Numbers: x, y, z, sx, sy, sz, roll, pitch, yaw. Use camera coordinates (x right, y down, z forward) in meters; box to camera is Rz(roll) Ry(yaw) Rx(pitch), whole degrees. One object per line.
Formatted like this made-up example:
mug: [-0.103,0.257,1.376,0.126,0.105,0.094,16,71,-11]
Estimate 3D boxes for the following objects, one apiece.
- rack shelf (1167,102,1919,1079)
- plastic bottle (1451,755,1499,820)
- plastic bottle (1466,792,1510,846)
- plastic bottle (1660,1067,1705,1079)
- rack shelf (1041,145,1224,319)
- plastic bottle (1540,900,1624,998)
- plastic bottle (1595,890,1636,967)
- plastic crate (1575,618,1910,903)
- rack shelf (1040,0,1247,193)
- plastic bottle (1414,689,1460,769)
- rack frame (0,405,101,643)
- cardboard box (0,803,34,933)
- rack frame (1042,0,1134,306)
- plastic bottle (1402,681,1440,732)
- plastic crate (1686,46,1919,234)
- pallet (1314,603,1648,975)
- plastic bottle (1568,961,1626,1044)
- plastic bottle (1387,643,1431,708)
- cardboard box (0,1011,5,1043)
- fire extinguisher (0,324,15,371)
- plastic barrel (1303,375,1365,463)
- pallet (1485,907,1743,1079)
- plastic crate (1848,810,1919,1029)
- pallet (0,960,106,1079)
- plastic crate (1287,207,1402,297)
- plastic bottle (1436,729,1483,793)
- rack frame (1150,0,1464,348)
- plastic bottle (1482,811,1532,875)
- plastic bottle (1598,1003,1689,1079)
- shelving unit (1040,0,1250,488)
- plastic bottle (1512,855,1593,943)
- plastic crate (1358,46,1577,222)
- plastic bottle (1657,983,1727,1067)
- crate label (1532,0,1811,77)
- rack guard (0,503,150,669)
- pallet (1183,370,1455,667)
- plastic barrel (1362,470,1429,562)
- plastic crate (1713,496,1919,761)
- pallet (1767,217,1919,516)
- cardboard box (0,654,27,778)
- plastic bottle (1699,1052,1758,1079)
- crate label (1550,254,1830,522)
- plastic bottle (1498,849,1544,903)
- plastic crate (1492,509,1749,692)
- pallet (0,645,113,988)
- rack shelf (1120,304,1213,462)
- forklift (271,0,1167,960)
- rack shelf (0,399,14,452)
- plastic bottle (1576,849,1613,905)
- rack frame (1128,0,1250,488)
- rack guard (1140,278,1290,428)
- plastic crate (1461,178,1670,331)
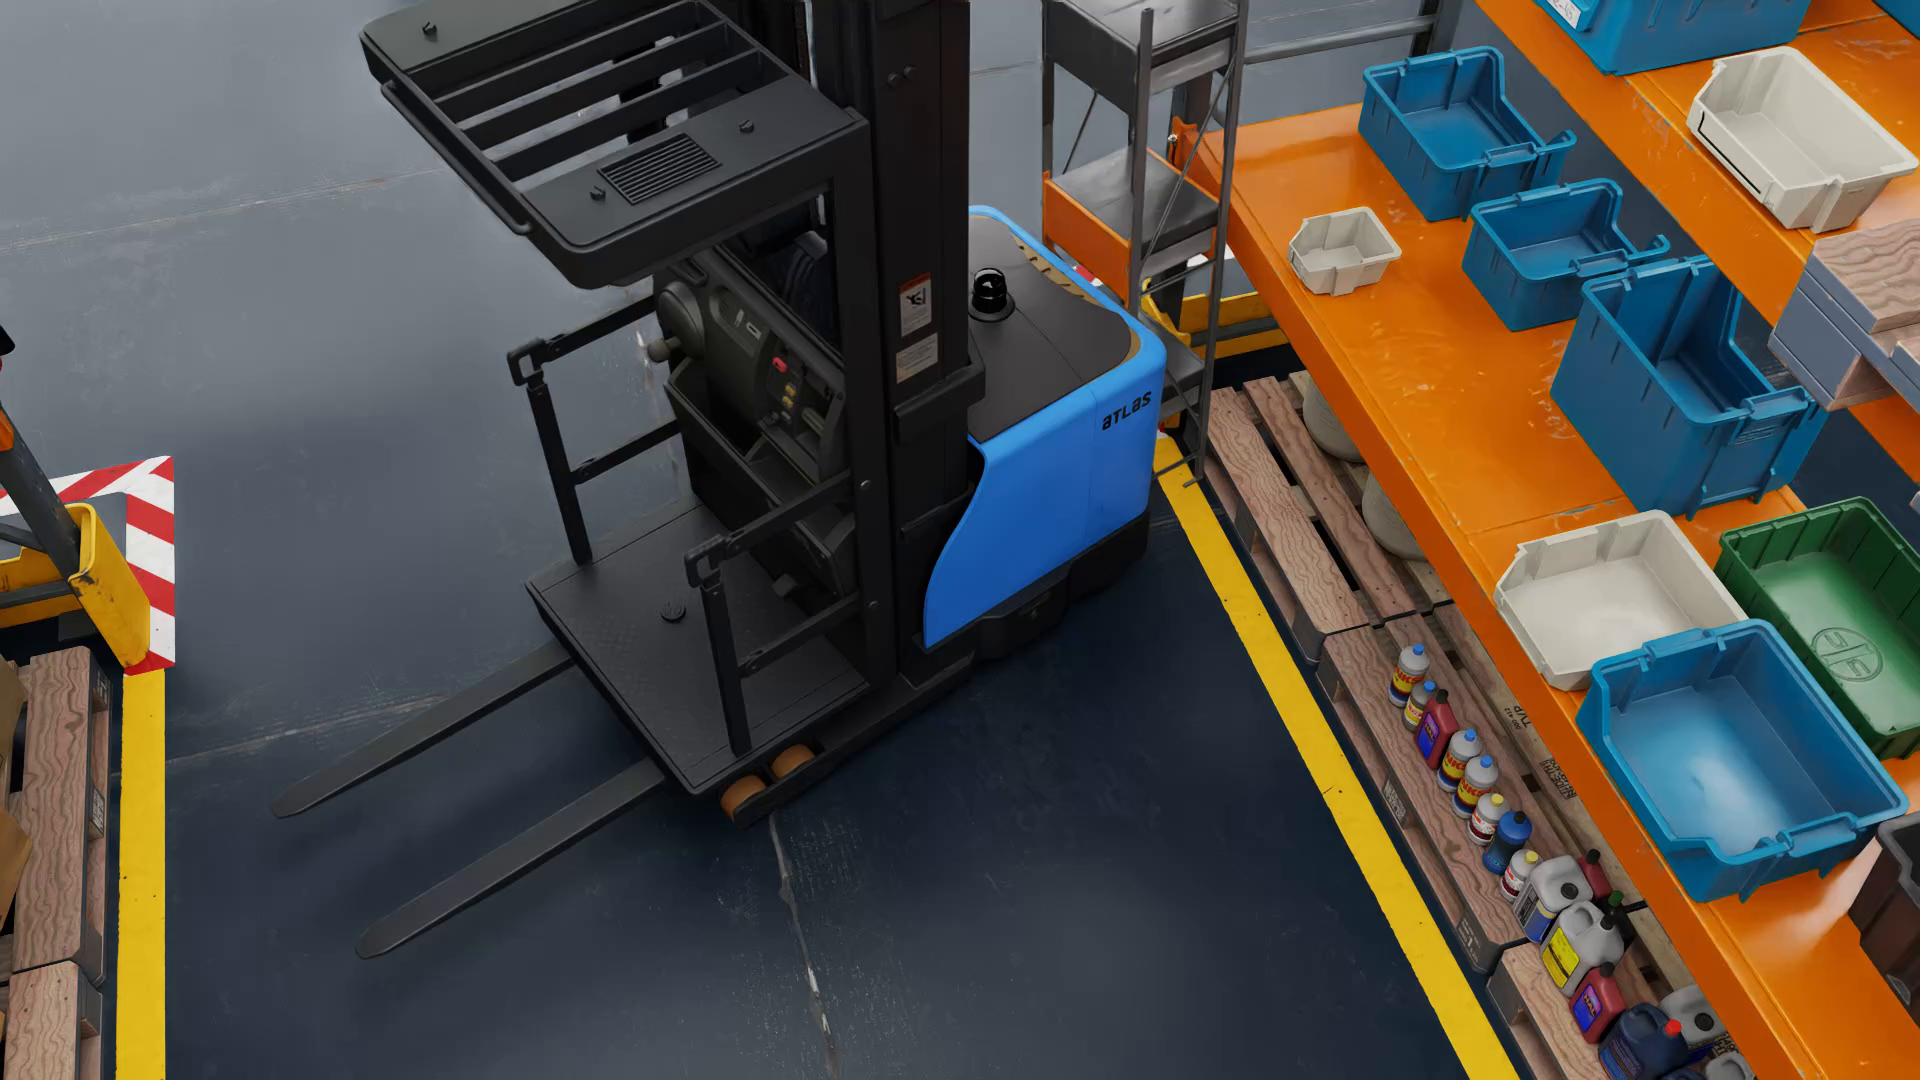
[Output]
rack shelf: [1.822,-0.009,4.767,1.077,0.370,4.000,-13,51,-11]
plastic bottle: [1.600,0.754,5.149,0.097,0.271,0.097,0,50,0]
plastic bottle: [1.629,0.849,5.115,0.097,0.201,0.097,0,50,0]
plastic bottle: [1.948,1.526,4.446,0.144,0.351,0.185,-15,51,-12]
rack shelf: [0.592,-1.009,5.723,0.431,0.518,0.480,-27,51,-21]
plastic bottle: [1.795,1.150,4.763,0.144,0.351,0.185,-14,51,-11]
plastic bottle: [1.886,1.130,4.824,0.061,0.283,0.133,-13,51,-11]
plastic crate: [1.827,0.520,3.947,0.499,0.251,0.616,-13,51,-11]
rack shelf: [0.566,-1.487,5.213,0.431,0.518,0.480,-27,51,-21]
plastic bottle: [1.518,0.596,5.275,0.061,0.283,0.133,-13,51,-10]
rack frame: [-3.501,-0.582,4.779,1.000,3.000,0.127,-13,51,-11]
cardboard box: [-3.123,0.977,4.825,0.500,0.500,0.500,-2,50,-1]
rack frame: [0.456,-1.163,5.856,0.400,2.100,0.015,-27,51,-21]
plastic bottle: [1.500,0.528,5.385,0.097,0.201,0.097,0,50,0]
plastic crate: [1.552,-0.743,3.125,0.243,0.136,0.396,-13,51,-11]
pallet: [1.890,0.726,5.500,1.003,0.211,1.213,-13,51,-11]
plastic bottle: [1.803,1.298,4.683,0.061,0.283,0.133,-10,51,-9]
plastic bottle: [1.469,0.430,5.422,0.097,0.271,0.097,0,50,0]
cardboard box: [-2.956,1.438,4.436,0.500,0.500,0.500,-9,50,-8]
fire extinguisher: [-3.095,-0.745,4.967,0.296,0.674,0.183,-13,51,-11]
plastic barrel: [1.498,-0.572,6.123,0.421,0.512,0.421,0,50,0]
pallet: [2.255,1.618,4.748,1.003,0.211,1.213,-13,51,-11]
plastic crate: [2.380,0.828,3.630,0.767,0.338,0.504,-13,51,-11]
pallet: [-2.915,1.863,4.541,1.003,0.211,1.213,-13,51,-11]
plastic crate: [1.188,-0.891,5.211,0.298,0.136,0.250,-13,51,-11]
plastic bottle: [1.570,0.681,5.211,0.097,0.271,0.097,0,50,0]
rack frame: [1.230,-1.702,5.723,1.000,3.000,0.127,-13,51,-11]
plastic bottle: [1.660,0.902,5.025,0.097,0.271,0.097,0,50,0]
plastic bottle: [1.891,1.386,4.564,0.144,0.351,0.185,-16,52,-13]
shelving unit: [0.591,-1.018,5.713,0.431,2.100,0.503,-27,51,-21]
plastic bottle: [1.751,1.055,4.893,0.152,0.276,0.135,-12,51,-10]
plastic crate: [1.664,-1.356,5.529,0.499,0.251,0.616,-13,51,-11]
plastic bottle: [2.025,1.358,4.637,0.152,0.276,0.135,-13,51,-11]
crate label: [1.468,-1.179,3.417,0.502,0.251,0.408,-13,51,-11]
rack guard: [-3.479,0.279,5.688,1.175,0.500,0.348,-13,51,-11]
pallet: [1.533,-0.164,6.250,1.003,0.211,1.213,-13,51,-11]
plastic barrel: [1.646,-0.206,5.814,0.421,0.512,0.421,0,50,0]
plastic crate: [2.282,0.232,4.231,0.450,0.188,0.662,-13,51,-11]
pallet: [2.107,-0.191,2.611,1.213,0.211,1.003,-13,51,-11]
cardboard box: [-3.332,0.548,5.186,0.500,0.500,0.500,-5,50,-4]
plastic bottle: [2.085,1.494,4.474,0.144,0.351,0.185,-13,51,-11]
crate label: [2.033,-0.430,4.628,0.502,0.435,0.616,-13,51,-11]
plastic bottle: [1.690,0.999,4.989,0.097,0.201,0.097,0,50,0]
plastic crate: [1.691,0.176,4.312,0.530,0.136,0.437,-13,51,-11]
pallet: [-3.272,0.974,5.291,1.003,0.211,1.213,-13,51,-11]
rack shelf: [0.618,-0.530,6.234,0.431,0.518,0.480,-27,51,-21]
forklift: [-0.783,-0.475,4.733,3.031,2.935,1.130,-31,56,-23]
rack shelf: [-2.910,1.110,3.822,1.077,0.370,4.000,-13,51,-11]
plastic bottle: [1.853,1.028,4.910,0.061,0.283,0.133,-13,51,-11]
rack frame: [0.726,-0.873,5.571,0.400,2.100,0.015,-27,51,-21]
rack guard: [1.298,-0.851,6.641,1.175,0.500,0.348,-13,51,-11]
plastic crate: [1.851,-0.881,5.128,0.499,0.251,0.408,-13,51,-11]
